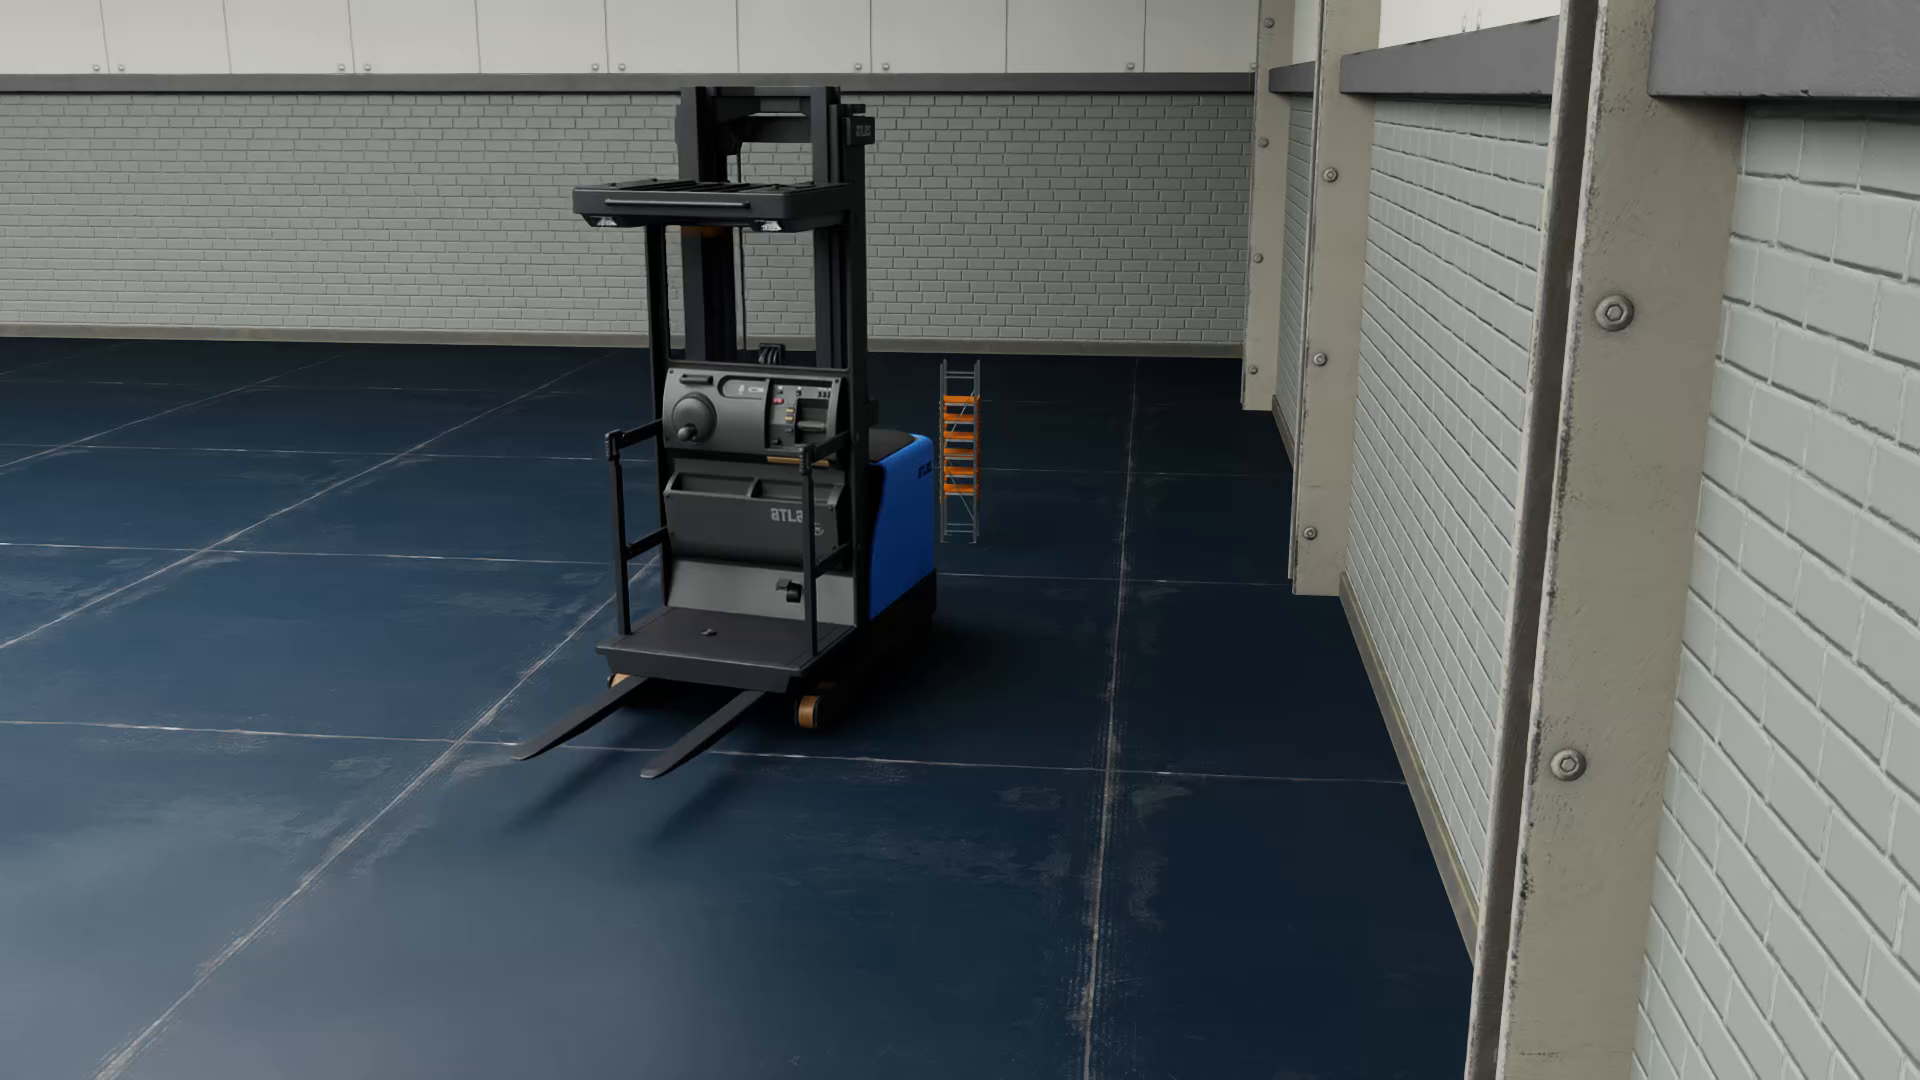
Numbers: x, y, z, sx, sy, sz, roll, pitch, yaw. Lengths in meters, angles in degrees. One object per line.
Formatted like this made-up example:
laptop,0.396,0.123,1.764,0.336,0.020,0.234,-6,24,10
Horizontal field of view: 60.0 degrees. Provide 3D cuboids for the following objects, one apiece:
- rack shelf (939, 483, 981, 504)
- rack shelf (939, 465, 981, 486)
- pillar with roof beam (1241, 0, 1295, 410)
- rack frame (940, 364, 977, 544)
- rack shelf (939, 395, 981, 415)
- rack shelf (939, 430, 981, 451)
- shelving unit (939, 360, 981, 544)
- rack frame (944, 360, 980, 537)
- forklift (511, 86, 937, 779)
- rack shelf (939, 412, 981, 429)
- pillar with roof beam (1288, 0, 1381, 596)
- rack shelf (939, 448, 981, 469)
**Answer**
rack shelf,0.002,-0.308,11.094,0.258,0.103,0.180,2,15,6
rack shelf,0.002,-0.424,11.062,0.258,0.103,0.180,2,15,6
pillar with roof beam,-1.431,-5.748,15.179,9.100,9.000,0.400,2,15,6
rack frame,-0.009,-0.559,10.932,0.240,1.200,0.006,2,15,6
rack shelf,0.002,-0.888,10.937,0.258,0.103,0.180,2,15,6
rack shelf,0.002,-0.656,11.000,0.258,0.103,0.180,2,15,6
shelving unit,0.002,-0.583,11.019,0.258,1.200,0.189,2,15,6
rack frame,0.012,-0.607,11.107,0.240,1.200,0.006,2,15,6
forklift,-1.082,-0.636,7.901,1.130,2.935,3.031,5,16,18
rack shelf,0.002,-0.772,10.968,0.258,0.103,0.180,2,15,6
pillar with roof beam,-2.108,-4.192,9.424,9.100,9.000,0.400,2,15,6
rack shelf,0.002,-0.540,11.031,0.258,0.103,0.180,2,15,6
